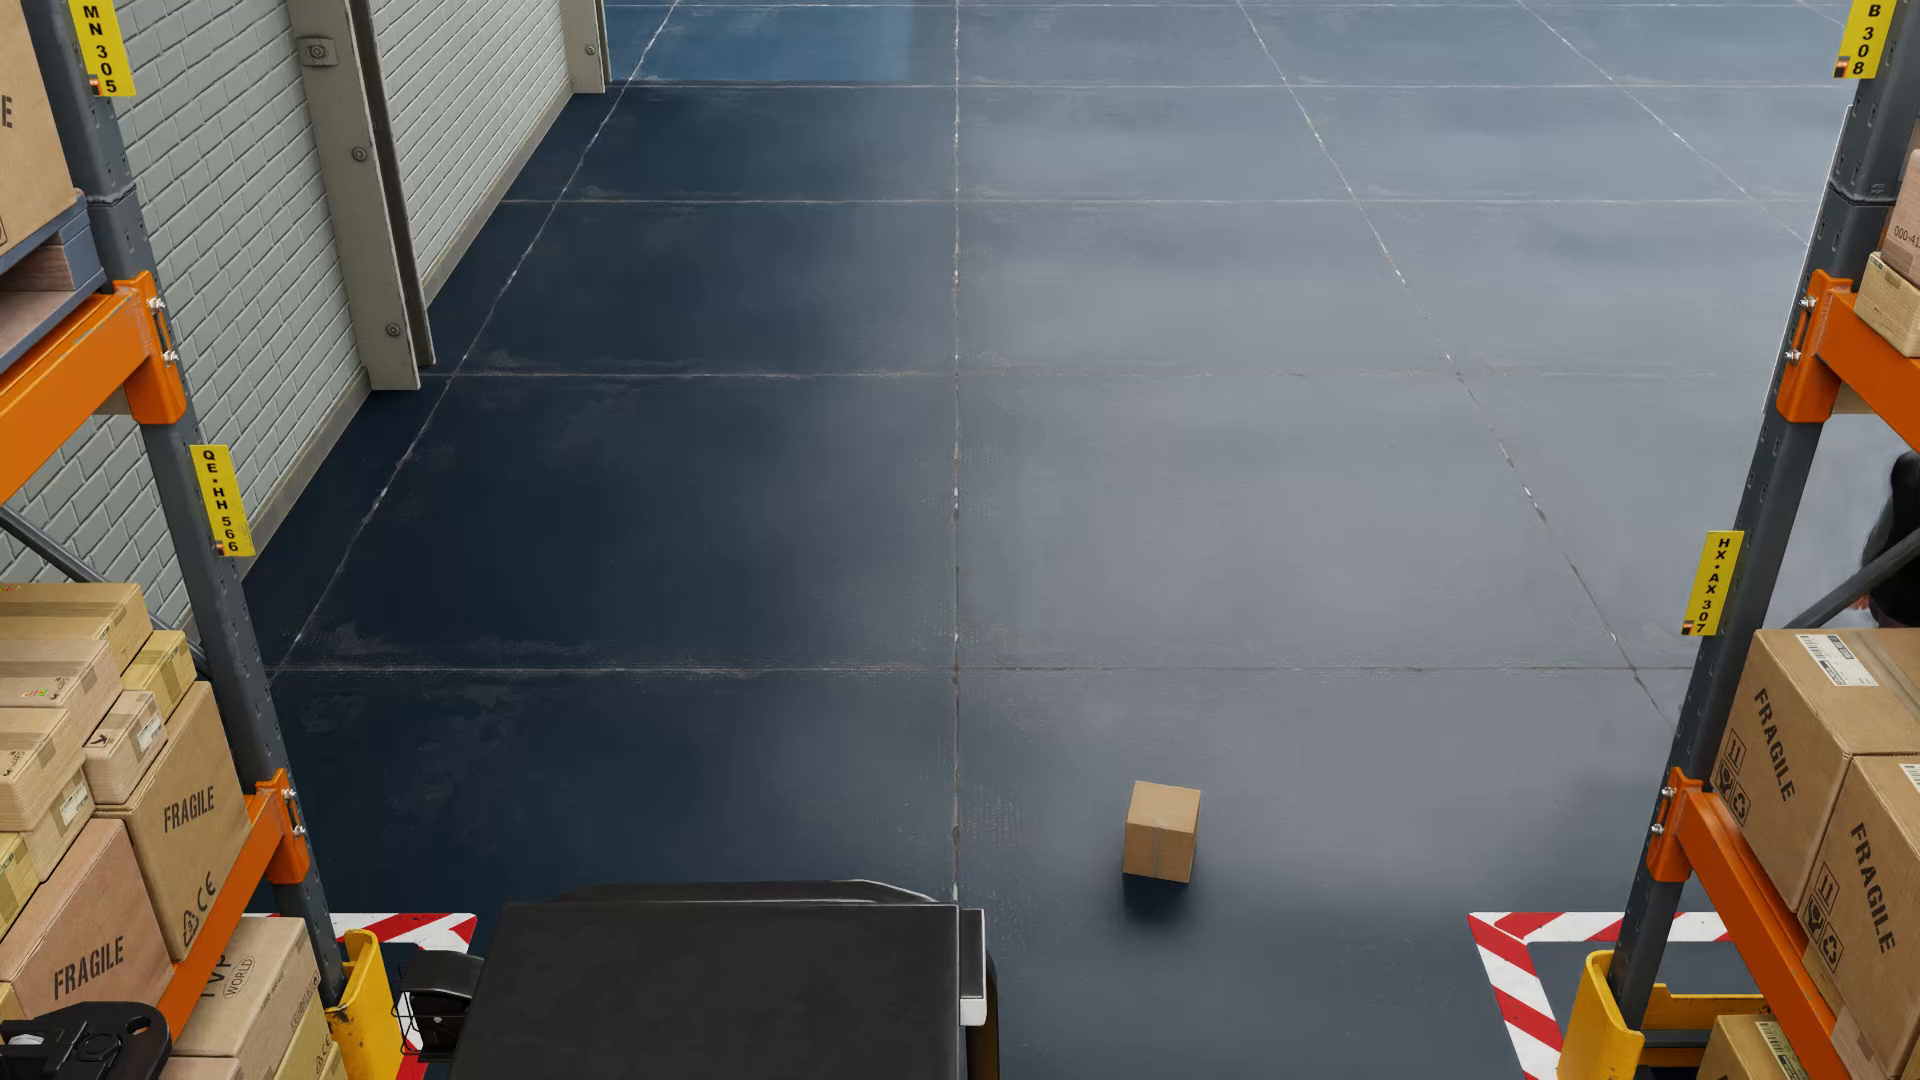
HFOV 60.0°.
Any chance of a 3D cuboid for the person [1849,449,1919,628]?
[{"bbox_3d":[3.576,0.298,6.189,0.539,1.784,0.569,4,32,6],"label":"person"}]
